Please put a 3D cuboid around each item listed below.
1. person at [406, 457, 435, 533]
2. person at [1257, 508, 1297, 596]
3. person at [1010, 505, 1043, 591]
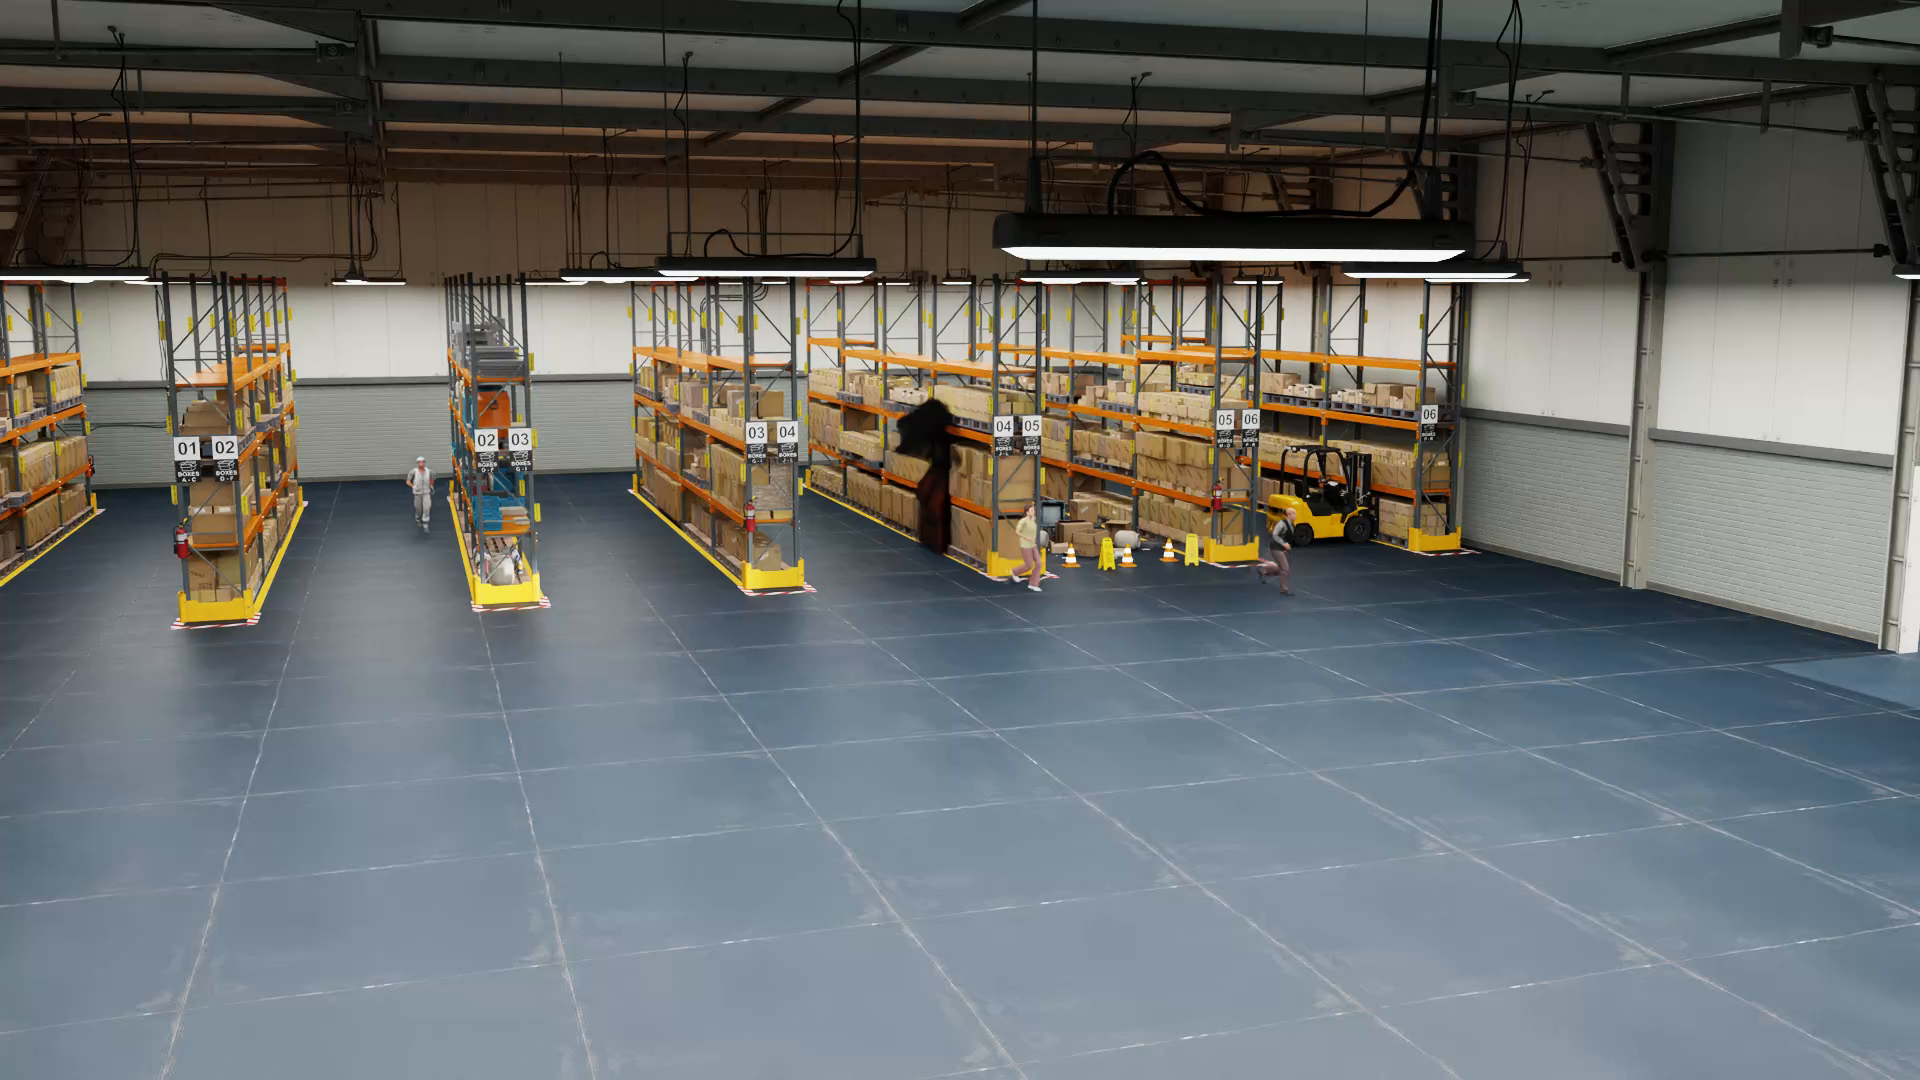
[{"bbox_3d":[-12.745,-1.082,39.347,0.656,1.781,0.899,-4,10,-27],"label":"person"},{"bbox_3d":[5.959,0.202,31.335,0.810,1.673,0.636,7,11,39],"label":"person"},{"bbox_3d":[1.271,0.143,31.831,0.742,1.669,0.615,7,11,39],"label":"person"}]
